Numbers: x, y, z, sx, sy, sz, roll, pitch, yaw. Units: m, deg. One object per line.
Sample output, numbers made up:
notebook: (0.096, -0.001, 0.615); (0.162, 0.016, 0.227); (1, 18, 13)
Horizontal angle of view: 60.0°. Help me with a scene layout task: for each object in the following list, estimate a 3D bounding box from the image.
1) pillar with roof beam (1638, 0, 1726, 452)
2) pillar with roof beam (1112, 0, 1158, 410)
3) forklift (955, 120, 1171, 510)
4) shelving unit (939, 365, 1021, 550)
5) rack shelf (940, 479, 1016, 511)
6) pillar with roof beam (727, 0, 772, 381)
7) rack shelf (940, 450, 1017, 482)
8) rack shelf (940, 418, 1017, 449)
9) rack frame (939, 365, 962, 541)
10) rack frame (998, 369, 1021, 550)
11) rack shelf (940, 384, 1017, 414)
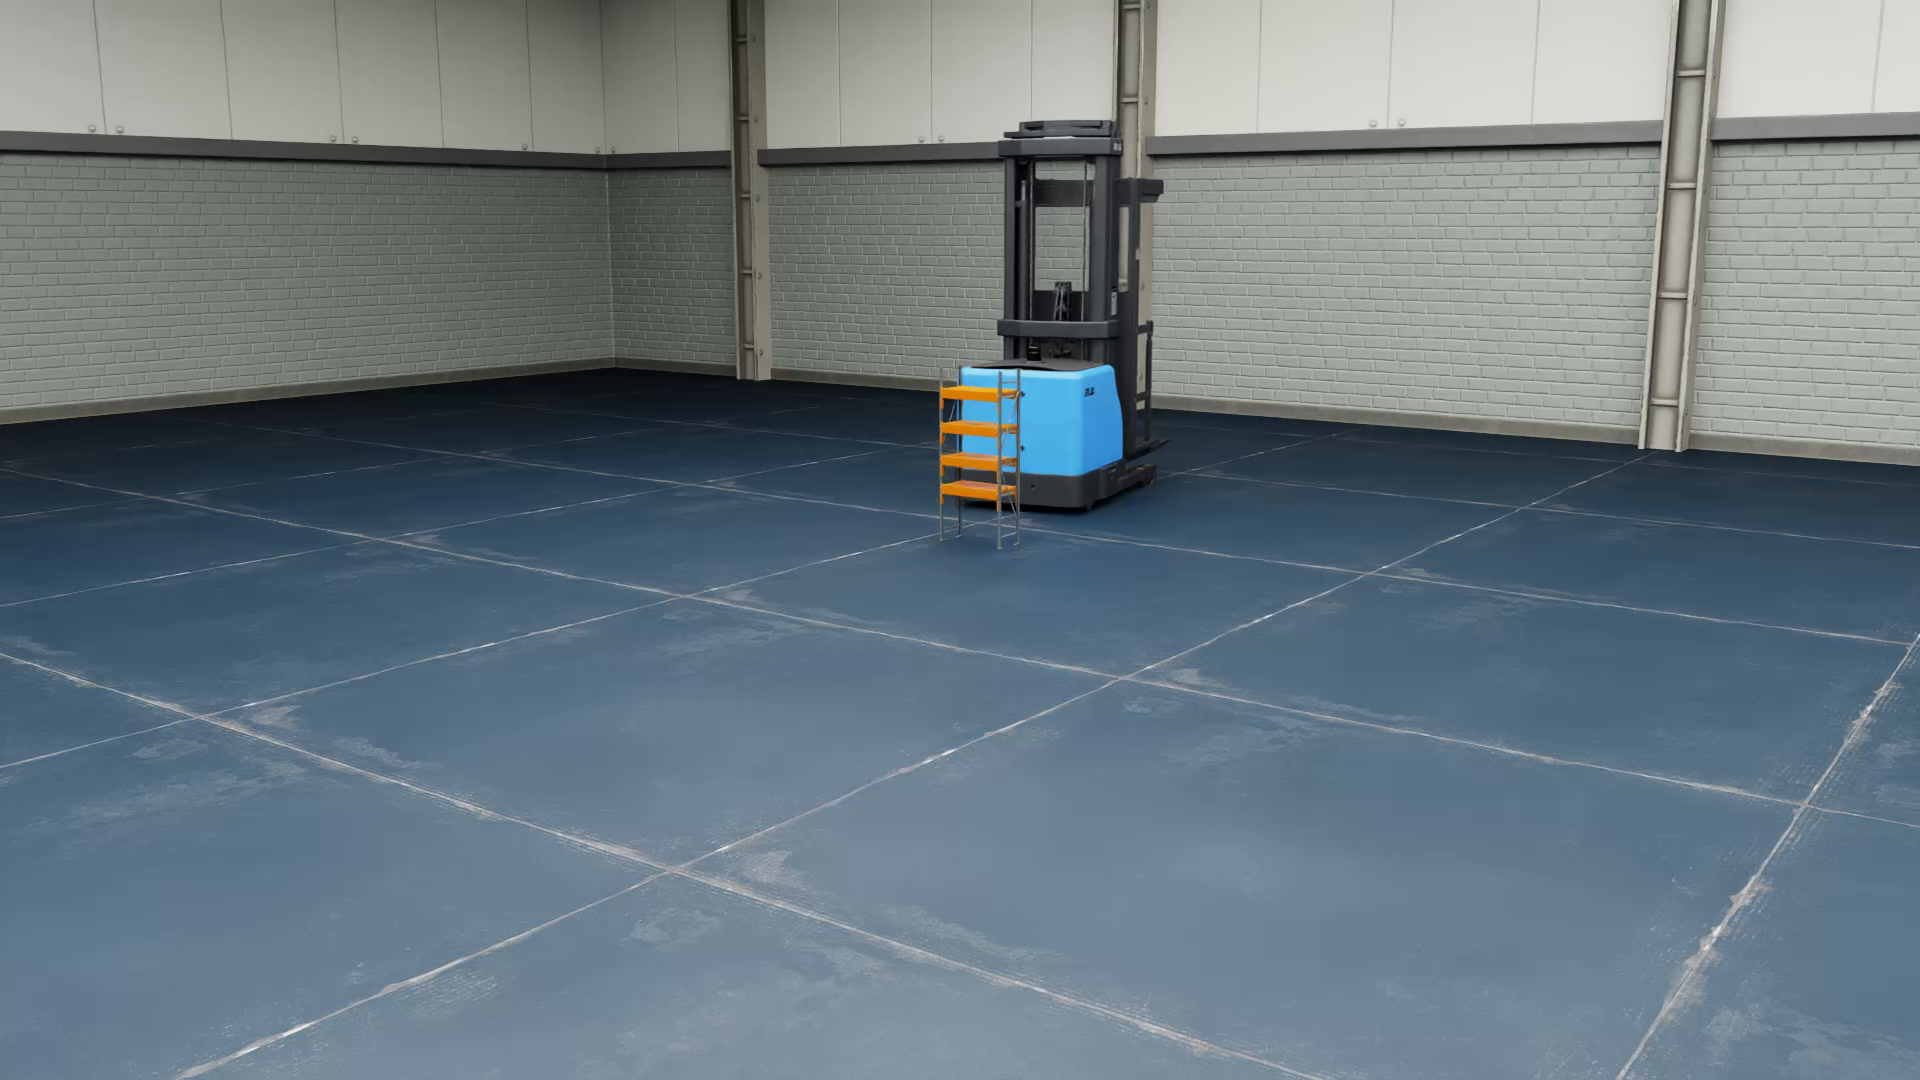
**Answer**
pillar with roof beam: (4.269, -4.647, 11.858); (0.400, 9.000, 9.100); (8, 13, 36)
pillar with roof beam: (-0.567, -5.322, 15.345); (0.400, 9.000, 9.100); (8, 13, 36)
forklift: (1.008, -1.906, 13.663); (1.130, 2.935, 3.031); (5, 12, 23)
shelving unit: (0.133, -0.570, 11.320); (0.503, 1.200, 0.258); (8, 13, 36)
rack shelf: (0.133, -0.309, 11.370); (0.480, 0.148, 0.258); (8, 13, 36)
pillar with roof beam: (-5.403, -5.996, 18.832); (0.400, 9.000, 9.100); (8, 13, 36)
rack shelf: (0.133, -0.504, 11.332); (0.480, 0.148, 0.258); (8, 13, 36)
rack shelf: (0.133, -0.724, 11.290); (0.480, 0.148, 0.258); (8, 13, 36)
rack frame: (-0.063, -0.598, 11.461); (0.015, 1.200, 0.240); (8, 13, 36)
rack frame: (0.330, -0.543, 11.178); (0.015, 1.200, 0.240); (8, 13, 36)
rack shelf: (0.133, -0.956, 11.245); (0.480, 0.148, 0.258); (8, 13, 36)
